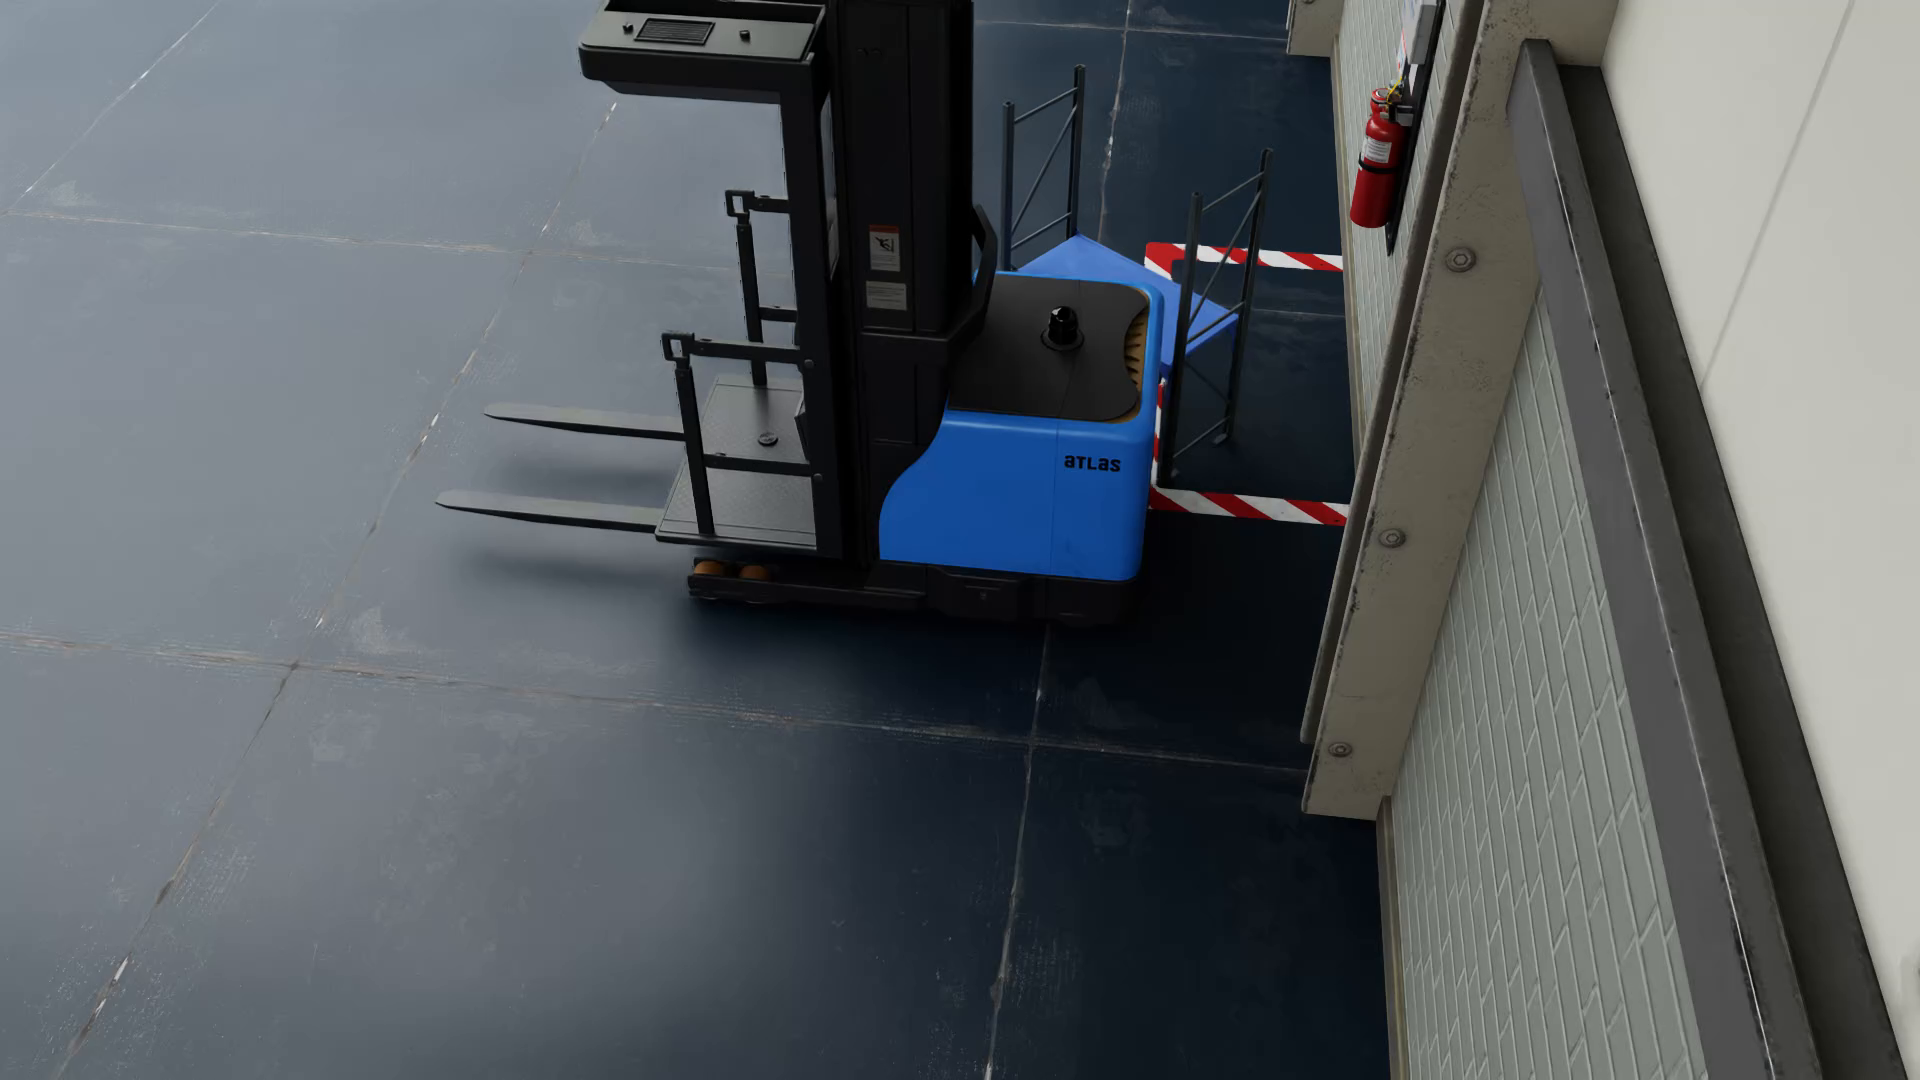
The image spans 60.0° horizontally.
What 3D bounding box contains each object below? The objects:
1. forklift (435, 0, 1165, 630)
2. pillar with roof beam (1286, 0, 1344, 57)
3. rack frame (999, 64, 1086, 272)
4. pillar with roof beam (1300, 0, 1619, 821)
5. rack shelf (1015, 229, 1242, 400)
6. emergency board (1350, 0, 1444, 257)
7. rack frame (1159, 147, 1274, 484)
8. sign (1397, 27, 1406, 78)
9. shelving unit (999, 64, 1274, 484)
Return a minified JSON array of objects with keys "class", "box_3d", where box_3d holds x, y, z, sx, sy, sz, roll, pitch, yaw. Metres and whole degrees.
[{"class":"forklift","box_3d":[-0.705,-1.150,6.355,3.031,2.935,1.130,5,44,6]},{"class":"pillar with roof beam","box_3d":[-2.020,-6.853,7.965,9.100,9.000,0.400,5,44,6]},{"class":"rack frame","box_3d":[0.366,-1.416,7.677,0.032,1.500,0.500,34,53,31]},{"class":"pillar with roof beam","box_3d":[-2.813,-2.764,3.647,9.100,9.000,0.400,5,44,6]},{"class":"rack shelf","box_3d":[0.729,-1.041,7.542,1.000,0.185,0.538,34,53,31]},{"class":"emergency board","box_3d":[1.818,-1.875,7.071,0.194,1.169,0.643,5,44,6]},{"class":"rack frame","box_3d":[1.092,-0.927,7.160,0.032,1.500,0.500,34,53,31]},{"class":"sign","box_3d":[1.994,-2.256,7.447,0.001,0.329,0.234,5,44,6]},{"class":"shelving unit","box_3d":[0.729,-1.172,7.419,1.048,1.500,0.538,34,53,31]}]
